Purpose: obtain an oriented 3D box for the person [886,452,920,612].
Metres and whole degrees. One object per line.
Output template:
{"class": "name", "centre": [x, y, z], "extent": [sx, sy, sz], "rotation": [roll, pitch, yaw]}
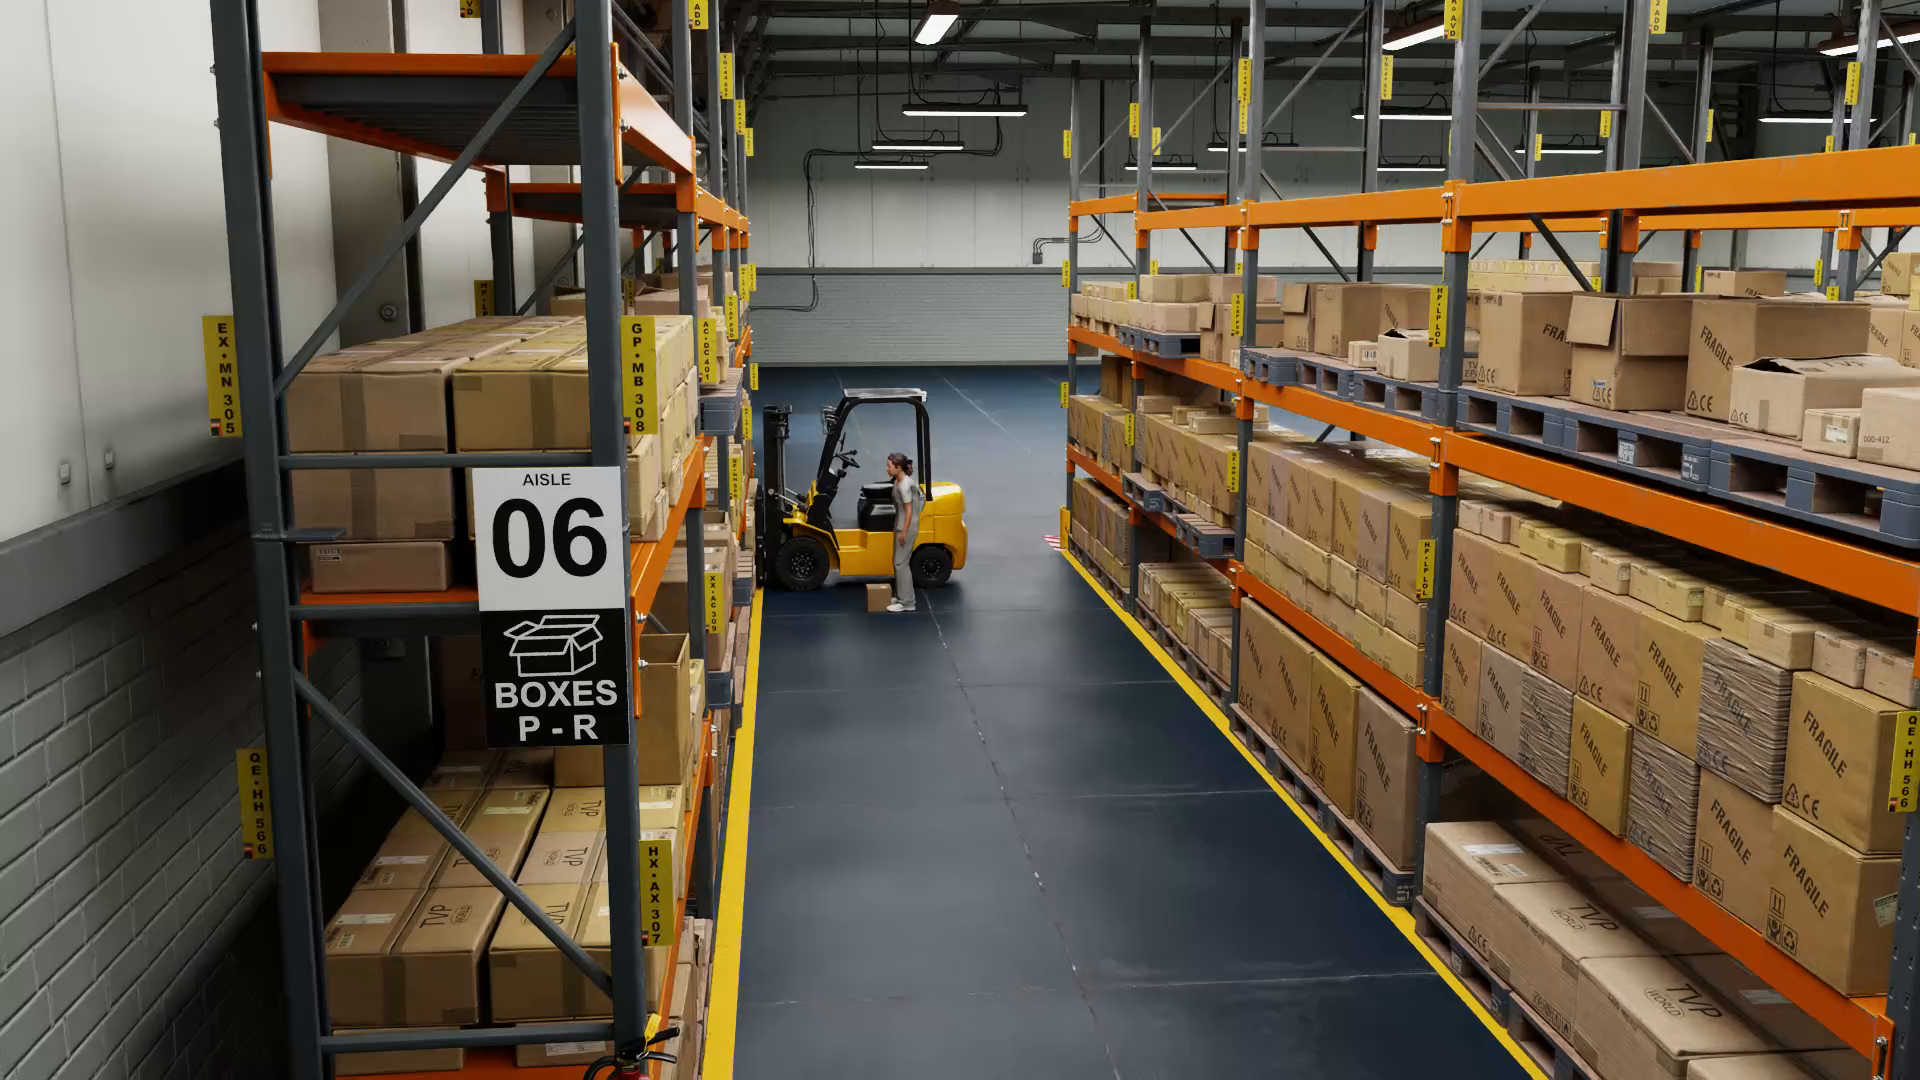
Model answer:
{"class": "person", "centre": [-0.611, -0.096, 17.451], "extent": [0.363, 1.671, 0.512], "rotation": [-2, 10, -10]}
